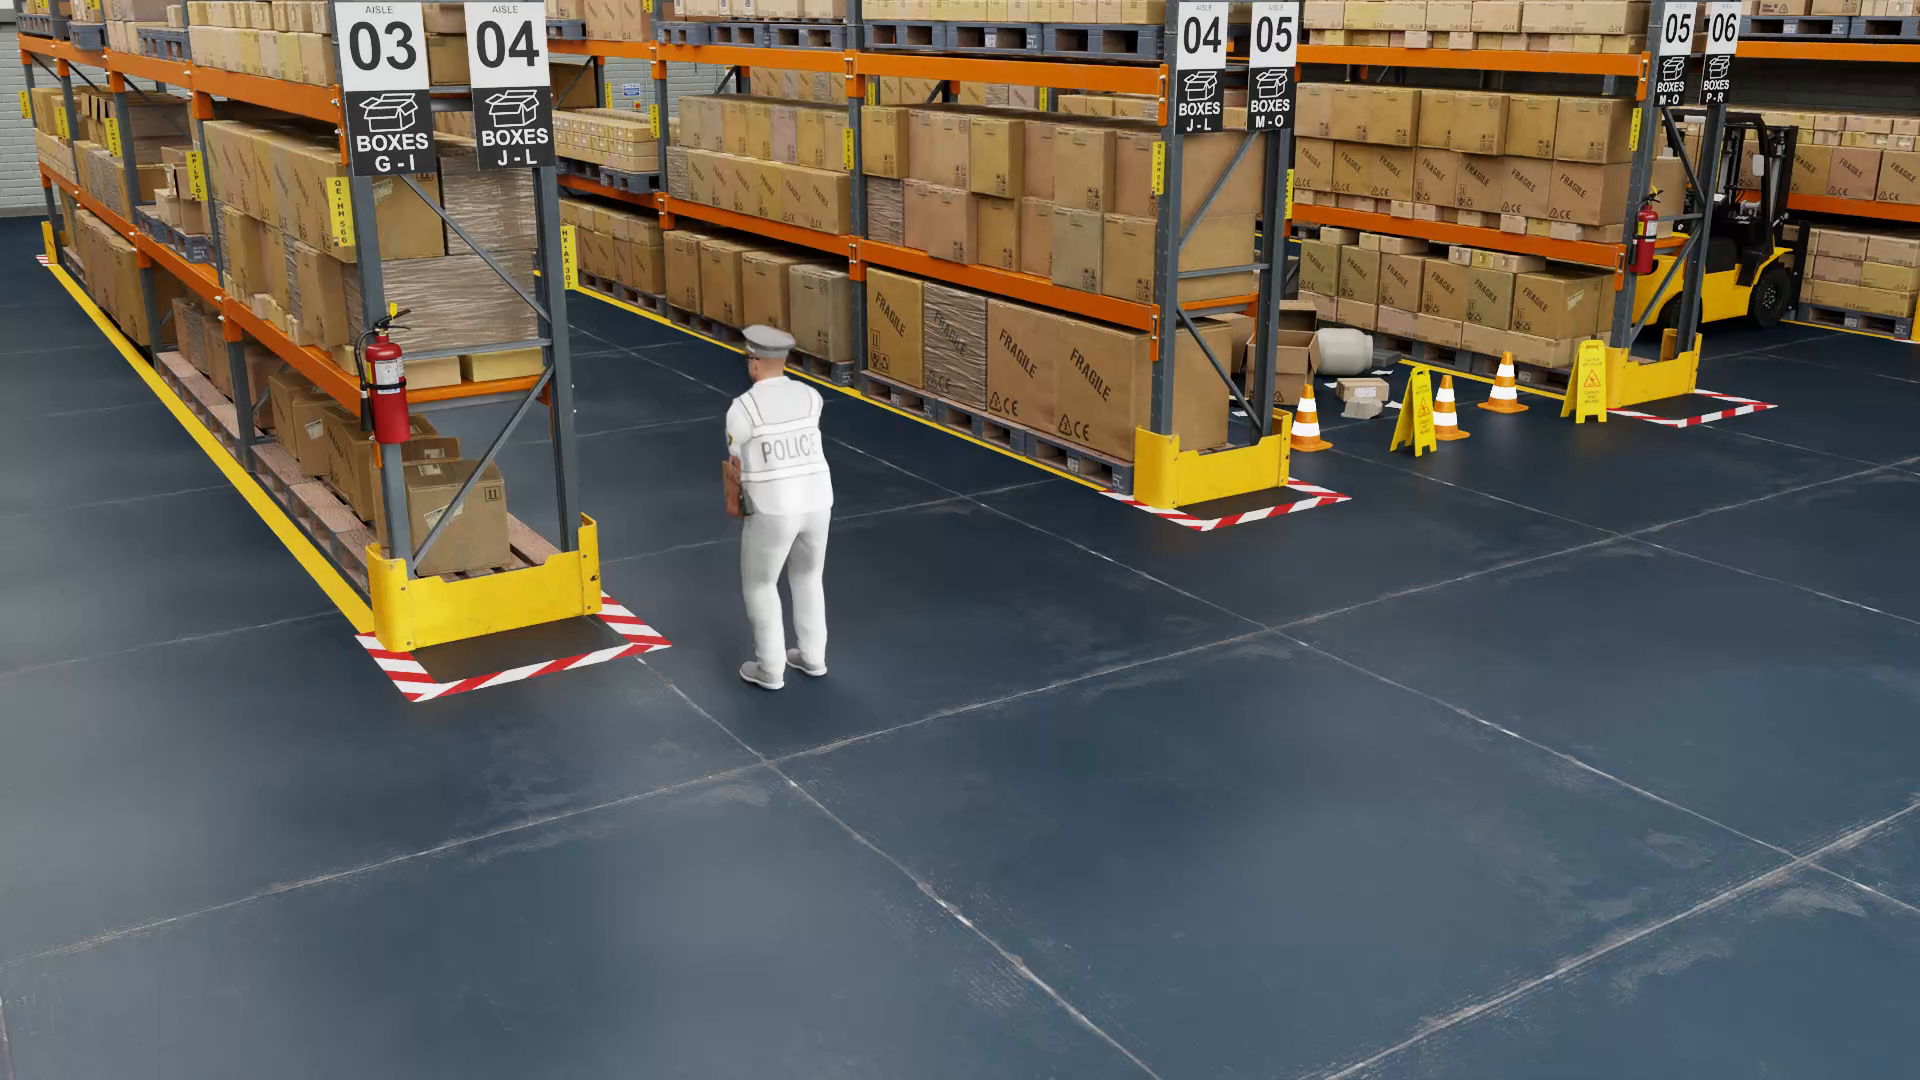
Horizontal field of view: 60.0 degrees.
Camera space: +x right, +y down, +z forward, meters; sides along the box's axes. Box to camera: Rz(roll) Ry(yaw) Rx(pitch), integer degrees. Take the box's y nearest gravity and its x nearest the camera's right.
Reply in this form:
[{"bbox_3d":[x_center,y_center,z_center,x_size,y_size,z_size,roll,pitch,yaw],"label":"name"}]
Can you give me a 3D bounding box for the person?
[{"bbox_3d":[-0.899,-0.163,8.057,0.486,1.754,0.588,-12,21,-32],"label":"person"}]
